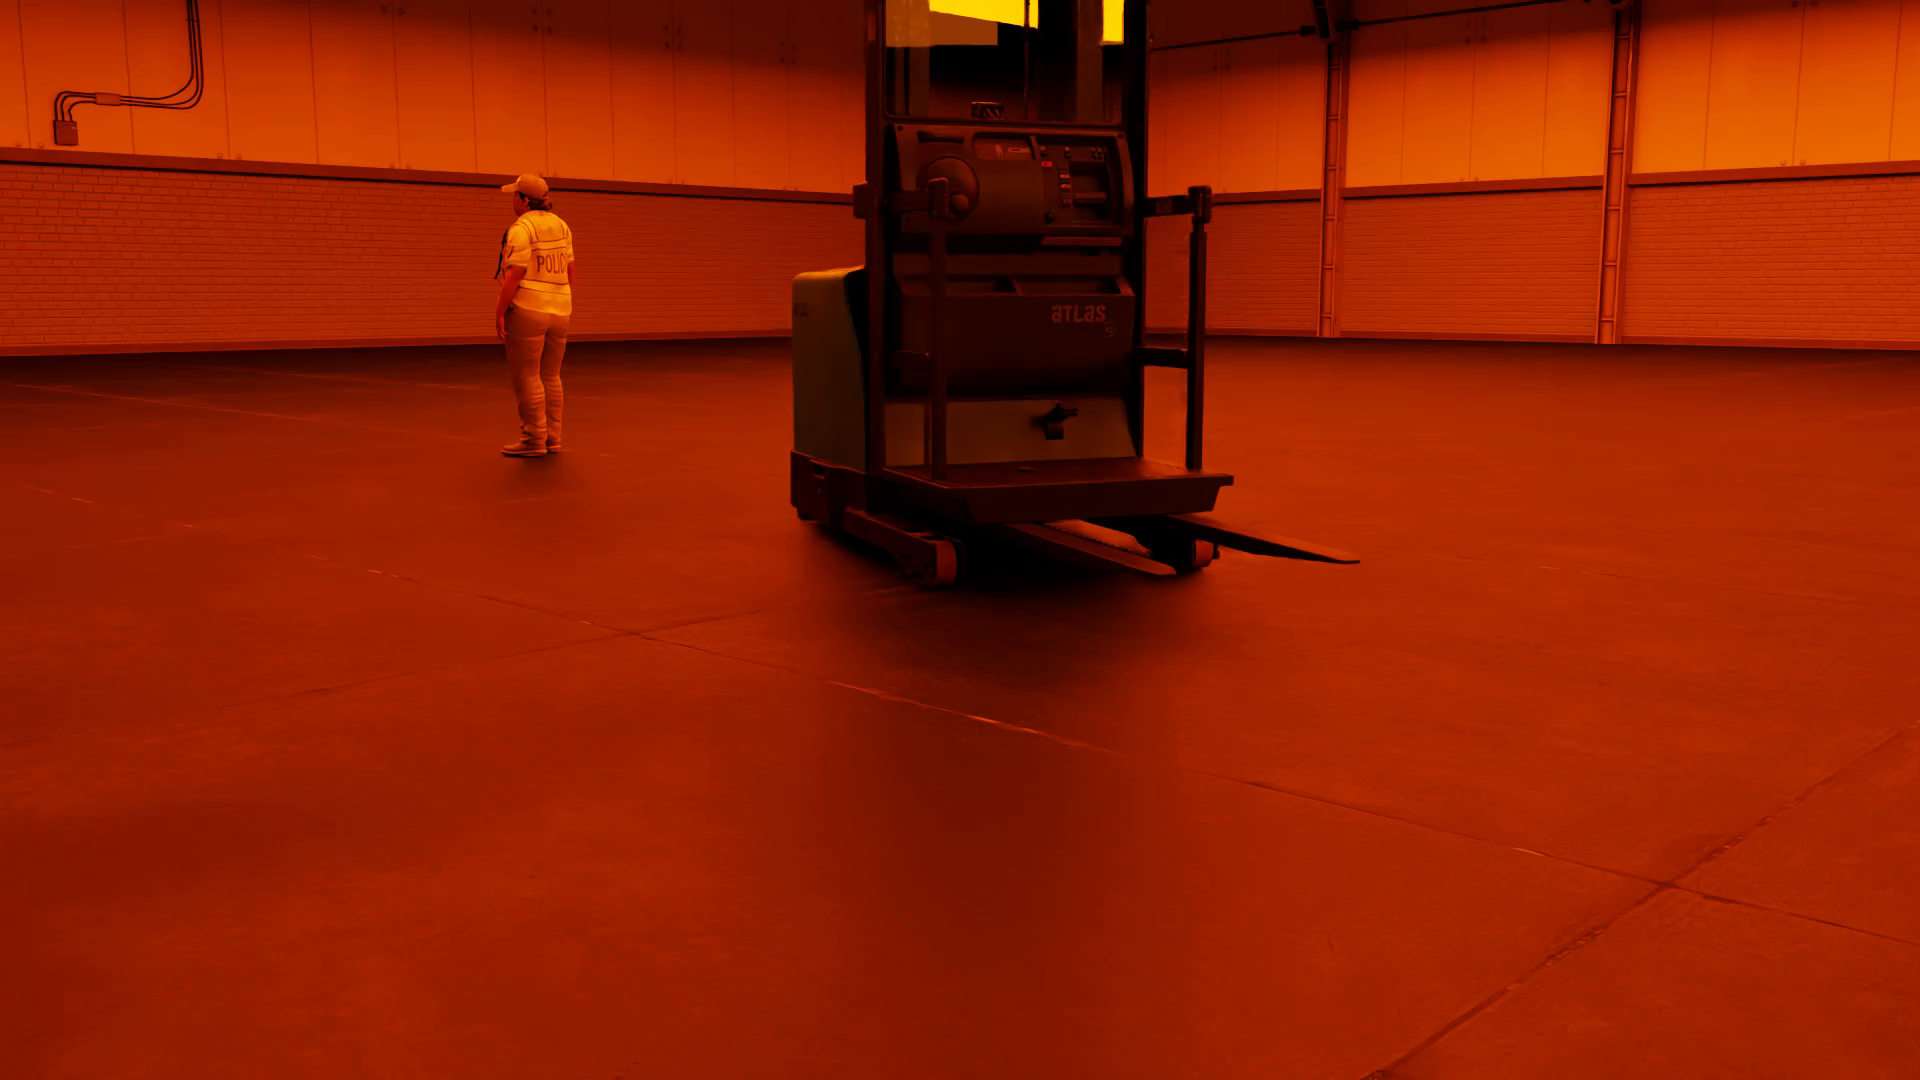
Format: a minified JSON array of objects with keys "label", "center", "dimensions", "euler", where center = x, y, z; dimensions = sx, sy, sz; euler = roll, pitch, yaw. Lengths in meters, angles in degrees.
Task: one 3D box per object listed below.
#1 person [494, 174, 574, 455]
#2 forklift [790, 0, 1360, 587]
[{"label":"person","center":[-2.610,-1.348,10.026],"dimensions":[0.529,1.670,0.598],"euler":[4,10,28]},{"label":"forklift","center":[0.286,-1.359,5.902],"dimensions":[1.130,2.935,3.031],"euler":[-3,9,-22]}]
